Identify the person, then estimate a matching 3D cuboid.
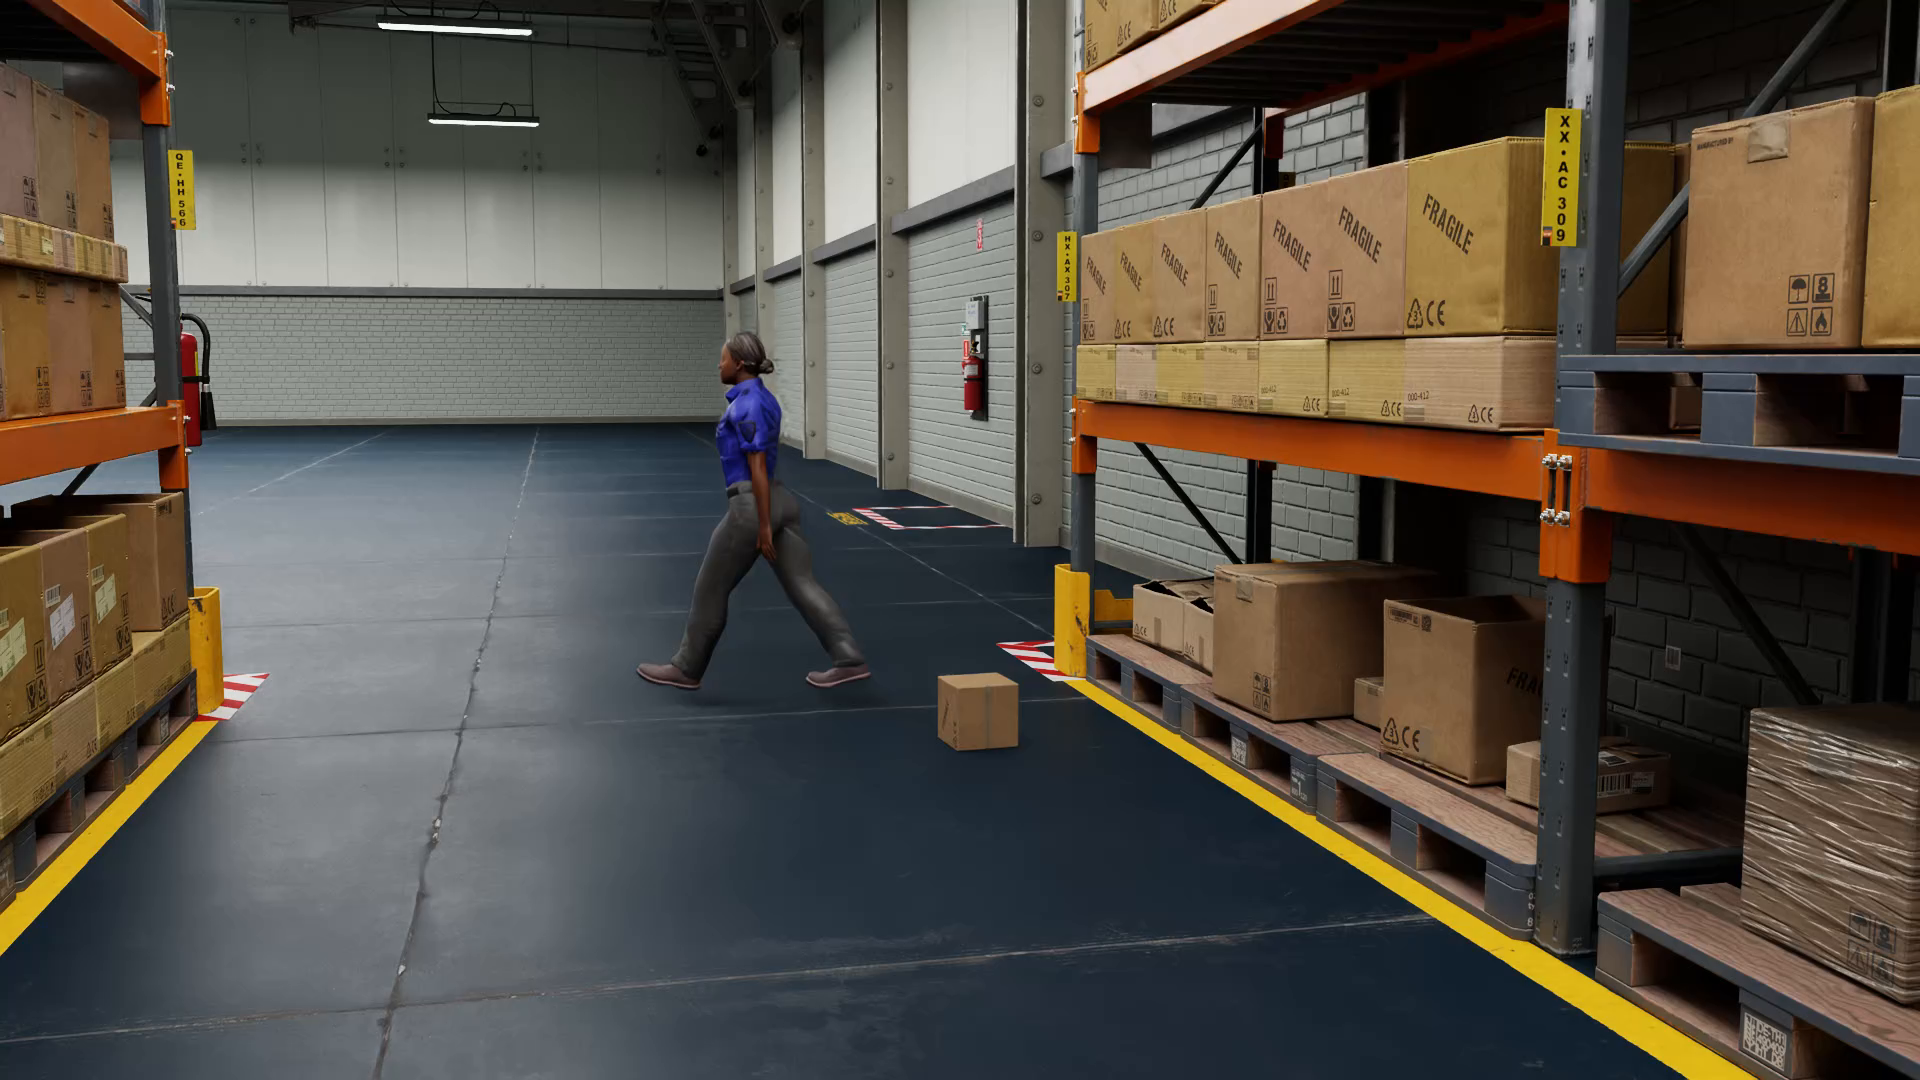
[{"bbox_3d":[-0.920,-0.122,7.357,1.049,1.555,0.450,2,6,16],"label":"person"}]
